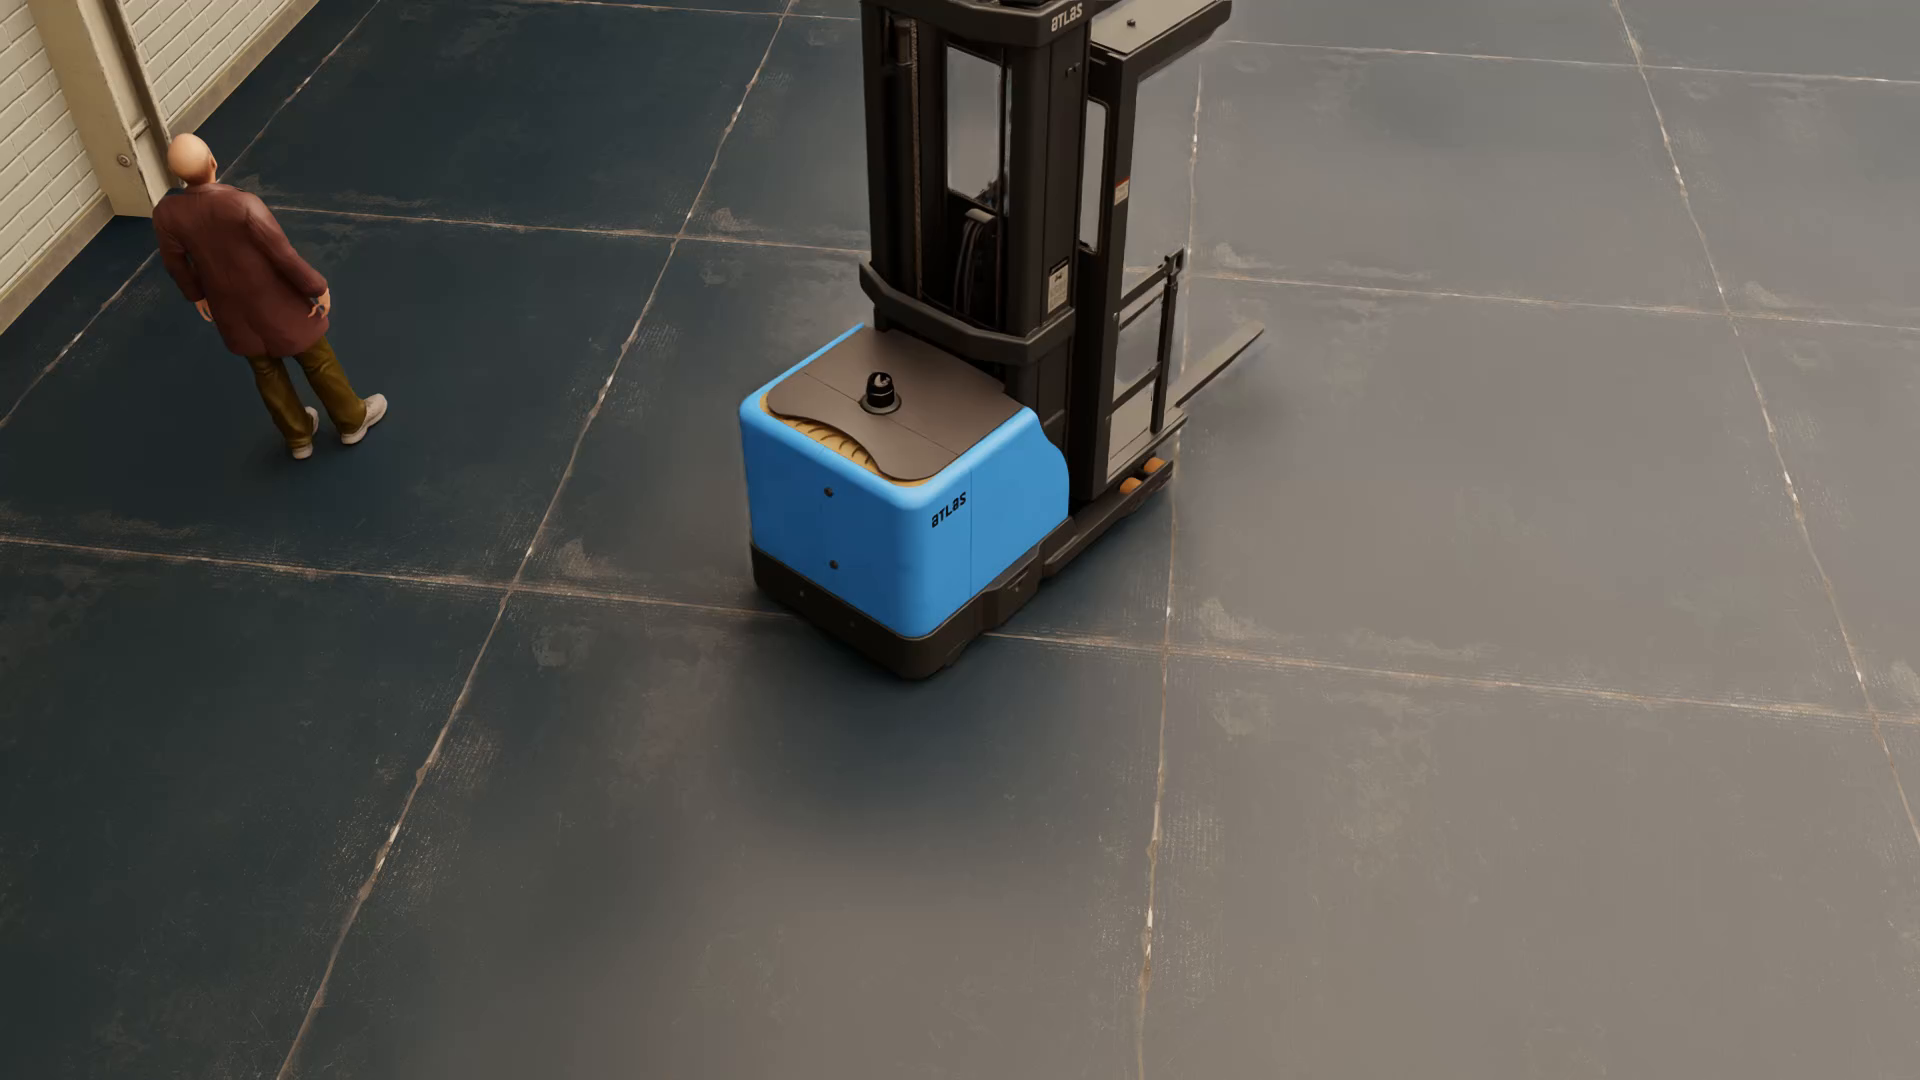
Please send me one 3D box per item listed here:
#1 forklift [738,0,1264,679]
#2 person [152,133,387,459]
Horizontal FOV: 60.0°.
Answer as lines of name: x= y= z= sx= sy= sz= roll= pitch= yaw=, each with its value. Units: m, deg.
forklift: x=0.387 y=-1.414 z=7.263 sx=1.130 sy=2.935 sz=3.031 roll=29 pitch=50 yaw=28
person: x=-3.289 y=-1.183 z=7.854 sx=0.696 sy=1.777 sz=0.583 roll=1 pitch=43 yaw=2
